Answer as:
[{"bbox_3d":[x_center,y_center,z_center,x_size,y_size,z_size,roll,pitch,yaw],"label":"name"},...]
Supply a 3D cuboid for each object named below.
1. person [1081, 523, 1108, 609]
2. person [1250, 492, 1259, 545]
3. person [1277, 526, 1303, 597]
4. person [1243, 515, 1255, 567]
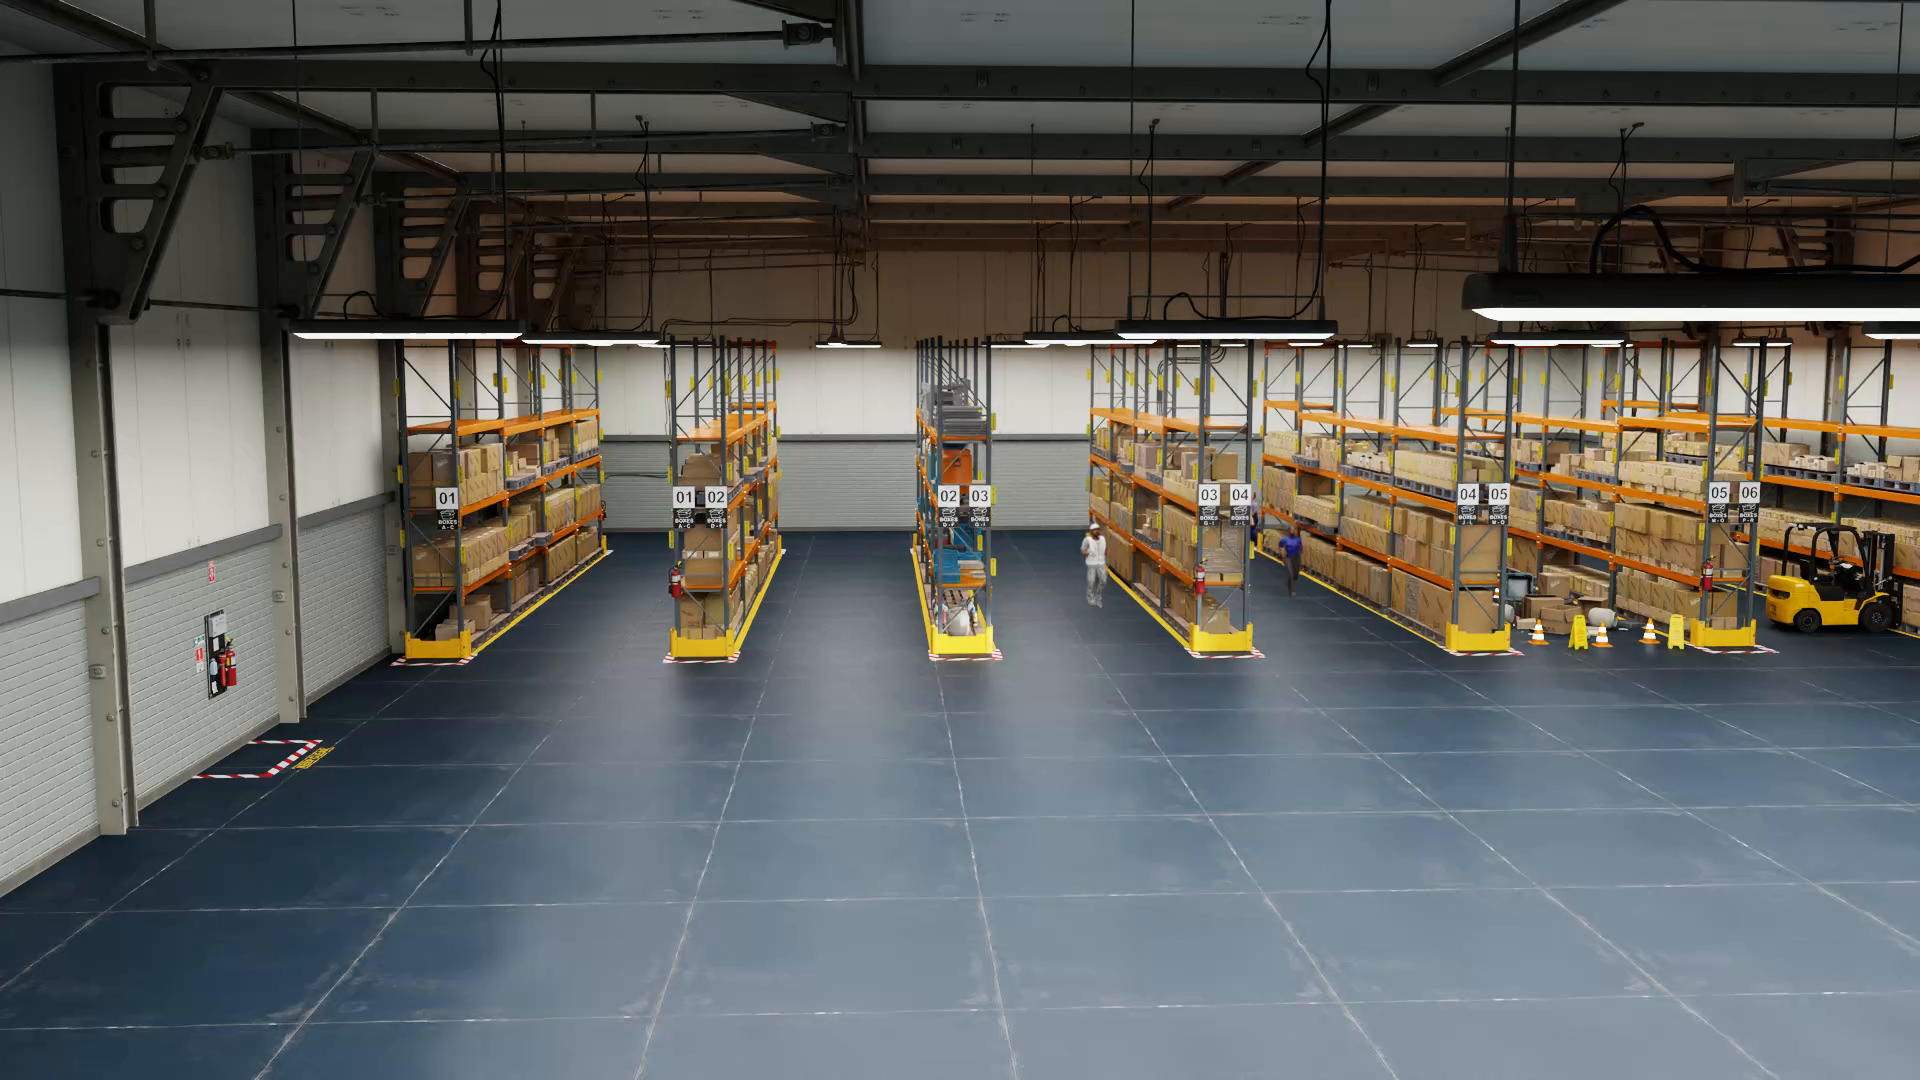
[{"bbox_3d":[2.912,0.567,35.311,0.662,1.829,0.633,-2,7,-16],"label":"person"},{"bbox_3d":[8.529,-0.610,48.781,0.589,1.624,0.643,-3,7,-23],"label":"person"},{"bbox_3d":[7.766,0.484,39.022,0.588,1.623,0.815,-1,7,-8],"label":"person"},{"bbox_3d":[7.547,-0.149,44.277,0.581,1.648,0.960,0,6,-1],"label":"person"}]
